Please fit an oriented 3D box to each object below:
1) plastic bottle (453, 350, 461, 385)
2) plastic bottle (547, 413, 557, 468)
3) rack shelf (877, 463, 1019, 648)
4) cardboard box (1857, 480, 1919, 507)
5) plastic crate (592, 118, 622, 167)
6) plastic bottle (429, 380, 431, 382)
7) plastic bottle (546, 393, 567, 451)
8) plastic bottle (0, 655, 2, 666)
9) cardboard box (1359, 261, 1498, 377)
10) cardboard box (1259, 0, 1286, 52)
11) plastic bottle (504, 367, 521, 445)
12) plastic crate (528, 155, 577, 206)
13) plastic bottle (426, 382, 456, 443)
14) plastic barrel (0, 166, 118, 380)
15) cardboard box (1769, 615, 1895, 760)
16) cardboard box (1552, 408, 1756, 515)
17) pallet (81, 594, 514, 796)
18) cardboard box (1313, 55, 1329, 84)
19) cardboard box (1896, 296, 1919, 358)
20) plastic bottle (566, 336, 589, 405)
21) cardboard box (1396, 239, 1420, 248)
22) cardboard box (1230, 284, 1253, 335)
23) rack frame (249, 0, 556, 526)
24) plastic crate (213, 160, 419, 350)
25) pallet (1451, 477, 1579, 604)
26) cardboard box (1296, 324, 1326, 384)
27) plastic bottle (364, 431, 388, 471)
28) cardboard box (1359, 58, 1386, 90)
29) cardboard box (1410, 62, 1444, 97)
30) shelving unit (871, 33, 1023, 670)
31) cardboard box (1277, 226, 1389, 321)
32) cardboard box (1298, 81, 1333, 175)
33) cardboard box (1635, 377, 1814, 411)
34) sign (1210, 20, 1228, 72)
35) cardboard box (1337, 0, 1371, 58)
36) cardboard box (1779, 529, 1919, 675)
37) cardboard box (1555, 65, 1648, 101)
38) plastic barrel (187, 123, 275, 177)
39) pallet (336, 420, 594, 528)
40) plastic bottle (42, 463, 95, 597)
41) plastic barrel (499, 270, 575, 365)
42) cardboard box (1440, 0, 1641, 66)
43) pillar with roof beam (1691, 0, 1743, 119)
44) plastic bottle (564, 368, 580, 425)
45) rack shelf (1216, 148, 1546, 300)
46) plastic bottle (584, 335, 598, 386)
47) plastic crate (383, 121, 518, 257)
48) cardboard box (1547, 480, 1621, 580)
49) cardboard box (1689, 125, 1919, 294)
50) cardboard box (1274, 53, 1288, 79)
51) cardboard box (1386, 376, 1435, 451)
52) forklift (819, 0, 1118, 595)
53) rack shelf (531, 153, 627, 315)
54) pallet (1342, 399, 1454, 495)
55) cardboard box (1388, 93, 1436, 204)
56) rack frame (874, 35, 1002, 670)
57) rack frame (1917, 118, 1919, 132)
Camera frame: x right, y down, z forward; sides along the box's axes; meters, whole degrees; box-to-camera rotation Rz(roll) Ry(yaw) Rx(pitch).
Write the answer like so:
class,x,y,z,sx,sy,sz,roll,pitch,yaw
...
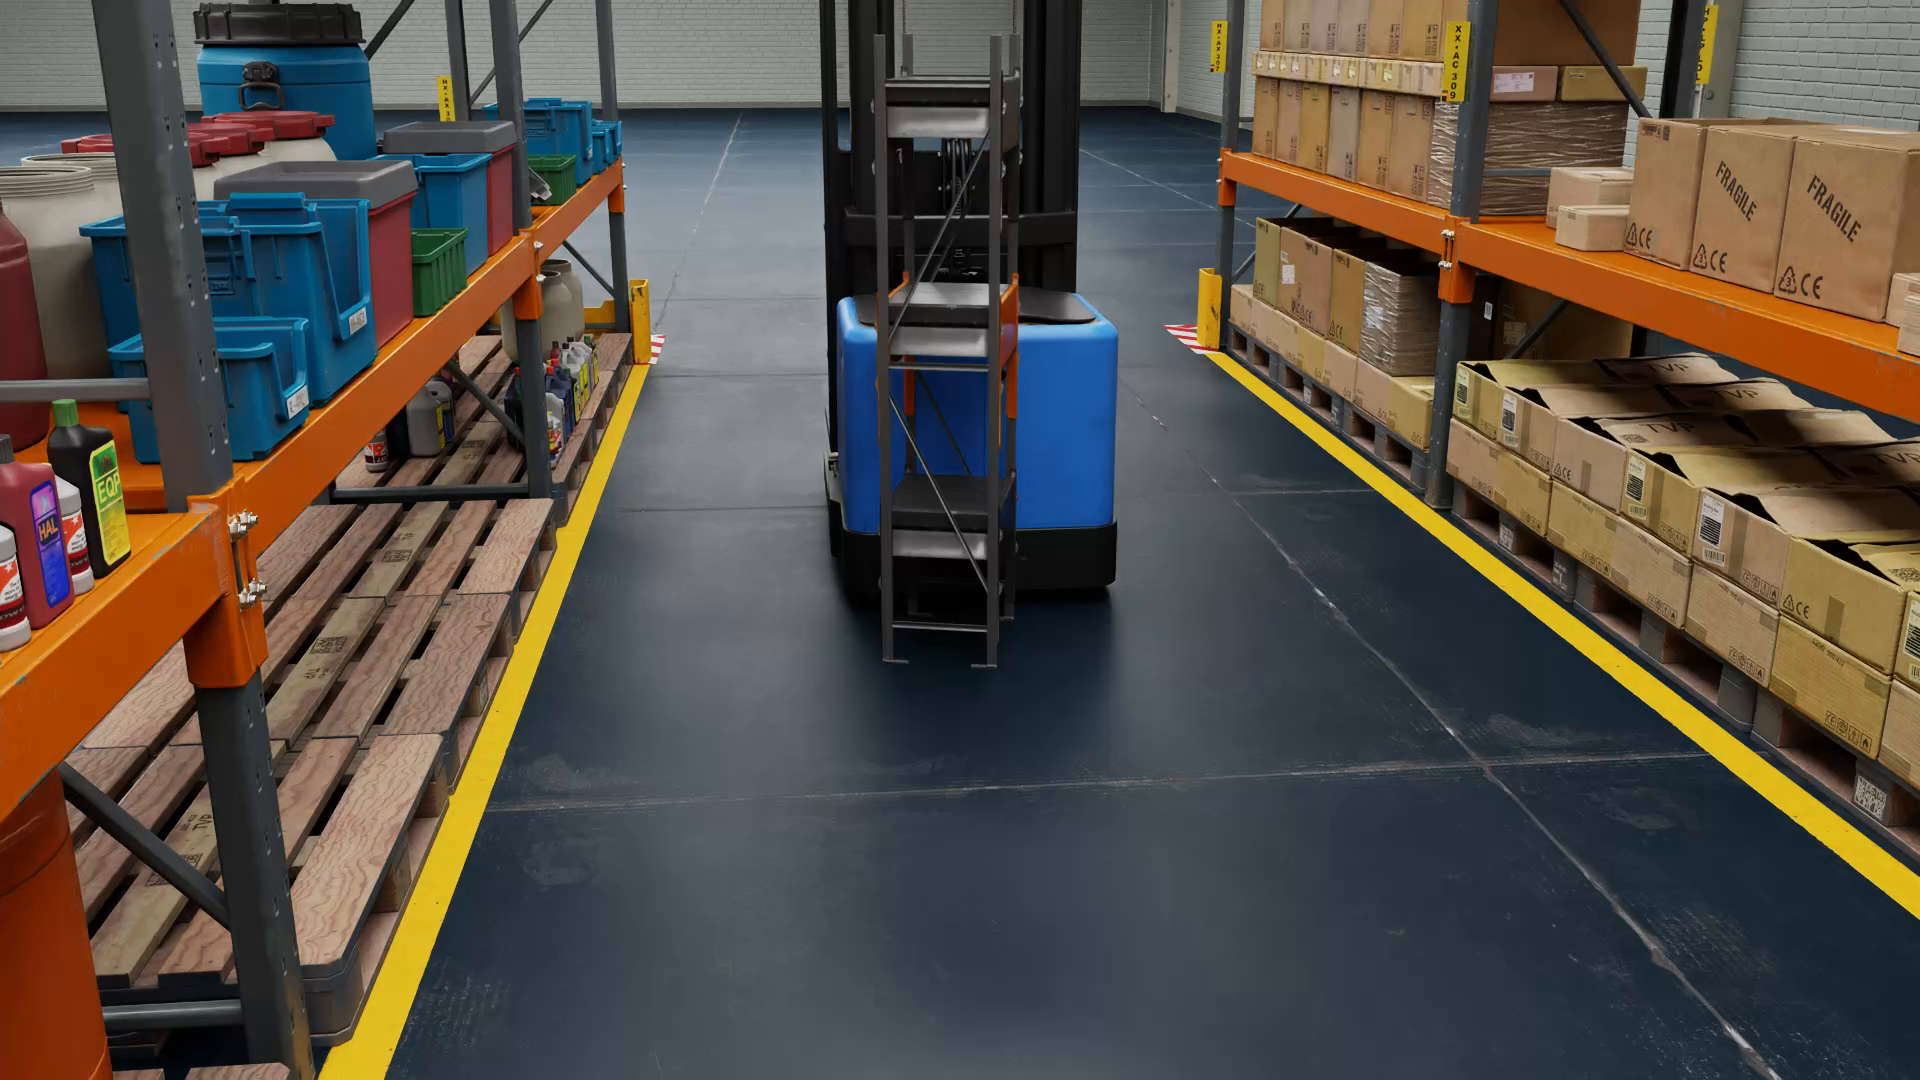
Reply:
class,x,y,z,sx,sy,sz,roll,pitch,yaw
plastic bottle,-2.807,-0.996,9.161,0.097,0.271,0.097,0,17,0
plastic bottle,-1.868,-0.462,7.462,0.097,0.271,0.097,0,17,0
rack shelf,-0.034,0.045,5.912,0.431,0.518,0.480,3,18,8
cardboard box,3.194,-0.035,5.234,0.500,0.311,0.500,-2,18,-7
plastic crate,-2.335,-2.426,10.146,0.499,0.251,0.616,-2,18,-6
plastic bottle,-2.677,-0.728,8.176,0.144,0.351,0.185,-2,18,-6
plastic bottle,-1.929,-0.560,7.765,0.152,0.276,0.135,-1,17,-4
plastic bottle,-1.365,0.081,2.243,0.097,0.201,0.097,0,17,0
cardboard box,2.351,-1.124,8.388,0.500,0.500,0.500,-2,18,-6
cardboard box,2.284,-3.301,10.350,0.700,0.500,0.500,-2,18,-5
plastic bottle,-2.085,-0.640,7.897,0.144,0.351,0.185,-2,18,-6
plastic crate,-2.131,-1.758,8.121,0.450,0.188,0.662,-2,18,-6
plastic bottle,-2.499,-0.608,7.919,0.152,0.276,0.135,-2,18,-6
plastic barrel,-2.177,-0.607,3.916,0.421,0.512,0.421,0,17,0
cardboard box,2.715,0.403,4.775,0.500,0.250,0.500,-2,18,-6
cardboard box,2.552,-0.319,6.139,0.500,0.311,0.500,-2,18,-7
pallet,-2.023,0.482,5.290,1.003,0.211,1.213,-2,18,-6
cardboard box,2.205,-2.639,9.326,0.380,0.149,0.250,-2,18,-6
cardboard box,2.701,-0.545,4.326,0.380,0.149,0.250,-2,18,-6
plastic bottle,-2.024,-0.883,8.670,0.144,0.351,0.185,-1,17,-3
cardboard box,2.763,-1.438,9.388,0.500,0.500,0.500,-2,18,-6
cardboard box,2.078,-1.511,10.872,0.500,0.250,0.500,-2,18,-6
rack frame,-2.271,-1.446,6.774,1.000,3.000,0.127,-2,18,-6
plastic crate,-1.721,-0.775,4.532,0.402,0.464,0.583,-2,18,-6
pallet,2.771,-0.049,6.980,1.003,0.211,1.213,-2,18,-6
cardboard box,2.231,-1.064,9.448,0.500,0.250,0.500,-2,18,-6
plastic bottle,-2.619,-0.419,7.441,0.097,0.201,0.097,0,17,0
cardboard box,2.285,-2.407,8.588,0.380,0.149,0.250,-1,17,-4
cardboard box,2.362,-2.181,7.866,0.380,0.149,0.250,-2,18,-7
shelving unit,-0.034,-0.636,5.698,0.431,2.100,0.503,3,18,8
cardboard box,2.195,-1.571,9.812,0.500,0.500,0.500,-2,18,-6
cardboard box,2.383,-2.393,9.625,0.700,0.500,0.500,-2,18,-5
cardboard box,3.043,-0.487,6.673,0.500,0.311,0.500,-1,17,-4
sign,1.691,-3.225,10.863,0.100,0.325,0.005,-2,18,-6
cardboard box,2.449,-2.845,8.898,0.700,0.500,0.500,-2,18,-6
cardboard box,2.710,0.135,4.692,0.500,0.311,0.500,-2,18,-6
cardboard box,2.821,-2.041,7.420,0.380,0.149,0.250,-2,18,-6
plastic barrel,-2.315,-1.000,5.128,0.433,0.535,0.433,0,17,0
pallet,-2.299,-0.317,7.833,1.003,0.211,1.213,-2,18,-6
plastic bottle,-1.399,-0.017,2.554,0.097,0.201,0.097,0,17,0
plastic barrel,-2.488,-1.308,9.787,0.421,0.512,0.421,0,17,0
cardboard box,2.604,-2.396,7.469,0.700,0.500,0.500,-2,18,-5
pillar with roof beam,3.202,-7.278,15.337,9.100,9.000,0.400,-2,18,-6
plastic bottle,-1.937,-0.719,8.261,0.061,0.283,0.133,-1,17,-3
rack shelf,2.450,-1.850,9.263,1.077,0.370,4.000,-2,18,-6
plastic bottle,-2.028,-0.983,9.102,0.061,0.283,0.133,-1,17,-4
plastic crate,-1.917,-1.341,6.335,0.402,0.464,0.583,-2,18,-6
cardboard box,2.559,-0.052,6.223,0.500,0.250,0.500,-2,18,-7
cardboard box,2.825,-1.110,5.537,0.500,0.500,0.500,-2,18,-6
cardboard box,2.124,-2.870,10.061,0.380,0.149,0.250,-2,18,-5
cardboard box,2.391,-0.617,8.025,0.500,0.250,0.500,-2,18,-6
forklift,-0.065,-1.586,7.336,1.130,2.935,3.031,-2,18,-6
rack shelf,-2.478,-1.698,8.779,1.077,0.370,4.000,-2,18,-6
pallet,2.616,-0.505,8.434,1.003,0.211,1.213,-2,18,-6
cardboard box,2.543,-1.934,8.163,0.700,0.500,0.500,-2,18,-6
rack frame,-0.070,-0.564,5.468,0.400,2.100,0.015,3,18,8
rack frame,7.170,-2.943,11.545,1.000,3.000,0.127,-2,18,-6
